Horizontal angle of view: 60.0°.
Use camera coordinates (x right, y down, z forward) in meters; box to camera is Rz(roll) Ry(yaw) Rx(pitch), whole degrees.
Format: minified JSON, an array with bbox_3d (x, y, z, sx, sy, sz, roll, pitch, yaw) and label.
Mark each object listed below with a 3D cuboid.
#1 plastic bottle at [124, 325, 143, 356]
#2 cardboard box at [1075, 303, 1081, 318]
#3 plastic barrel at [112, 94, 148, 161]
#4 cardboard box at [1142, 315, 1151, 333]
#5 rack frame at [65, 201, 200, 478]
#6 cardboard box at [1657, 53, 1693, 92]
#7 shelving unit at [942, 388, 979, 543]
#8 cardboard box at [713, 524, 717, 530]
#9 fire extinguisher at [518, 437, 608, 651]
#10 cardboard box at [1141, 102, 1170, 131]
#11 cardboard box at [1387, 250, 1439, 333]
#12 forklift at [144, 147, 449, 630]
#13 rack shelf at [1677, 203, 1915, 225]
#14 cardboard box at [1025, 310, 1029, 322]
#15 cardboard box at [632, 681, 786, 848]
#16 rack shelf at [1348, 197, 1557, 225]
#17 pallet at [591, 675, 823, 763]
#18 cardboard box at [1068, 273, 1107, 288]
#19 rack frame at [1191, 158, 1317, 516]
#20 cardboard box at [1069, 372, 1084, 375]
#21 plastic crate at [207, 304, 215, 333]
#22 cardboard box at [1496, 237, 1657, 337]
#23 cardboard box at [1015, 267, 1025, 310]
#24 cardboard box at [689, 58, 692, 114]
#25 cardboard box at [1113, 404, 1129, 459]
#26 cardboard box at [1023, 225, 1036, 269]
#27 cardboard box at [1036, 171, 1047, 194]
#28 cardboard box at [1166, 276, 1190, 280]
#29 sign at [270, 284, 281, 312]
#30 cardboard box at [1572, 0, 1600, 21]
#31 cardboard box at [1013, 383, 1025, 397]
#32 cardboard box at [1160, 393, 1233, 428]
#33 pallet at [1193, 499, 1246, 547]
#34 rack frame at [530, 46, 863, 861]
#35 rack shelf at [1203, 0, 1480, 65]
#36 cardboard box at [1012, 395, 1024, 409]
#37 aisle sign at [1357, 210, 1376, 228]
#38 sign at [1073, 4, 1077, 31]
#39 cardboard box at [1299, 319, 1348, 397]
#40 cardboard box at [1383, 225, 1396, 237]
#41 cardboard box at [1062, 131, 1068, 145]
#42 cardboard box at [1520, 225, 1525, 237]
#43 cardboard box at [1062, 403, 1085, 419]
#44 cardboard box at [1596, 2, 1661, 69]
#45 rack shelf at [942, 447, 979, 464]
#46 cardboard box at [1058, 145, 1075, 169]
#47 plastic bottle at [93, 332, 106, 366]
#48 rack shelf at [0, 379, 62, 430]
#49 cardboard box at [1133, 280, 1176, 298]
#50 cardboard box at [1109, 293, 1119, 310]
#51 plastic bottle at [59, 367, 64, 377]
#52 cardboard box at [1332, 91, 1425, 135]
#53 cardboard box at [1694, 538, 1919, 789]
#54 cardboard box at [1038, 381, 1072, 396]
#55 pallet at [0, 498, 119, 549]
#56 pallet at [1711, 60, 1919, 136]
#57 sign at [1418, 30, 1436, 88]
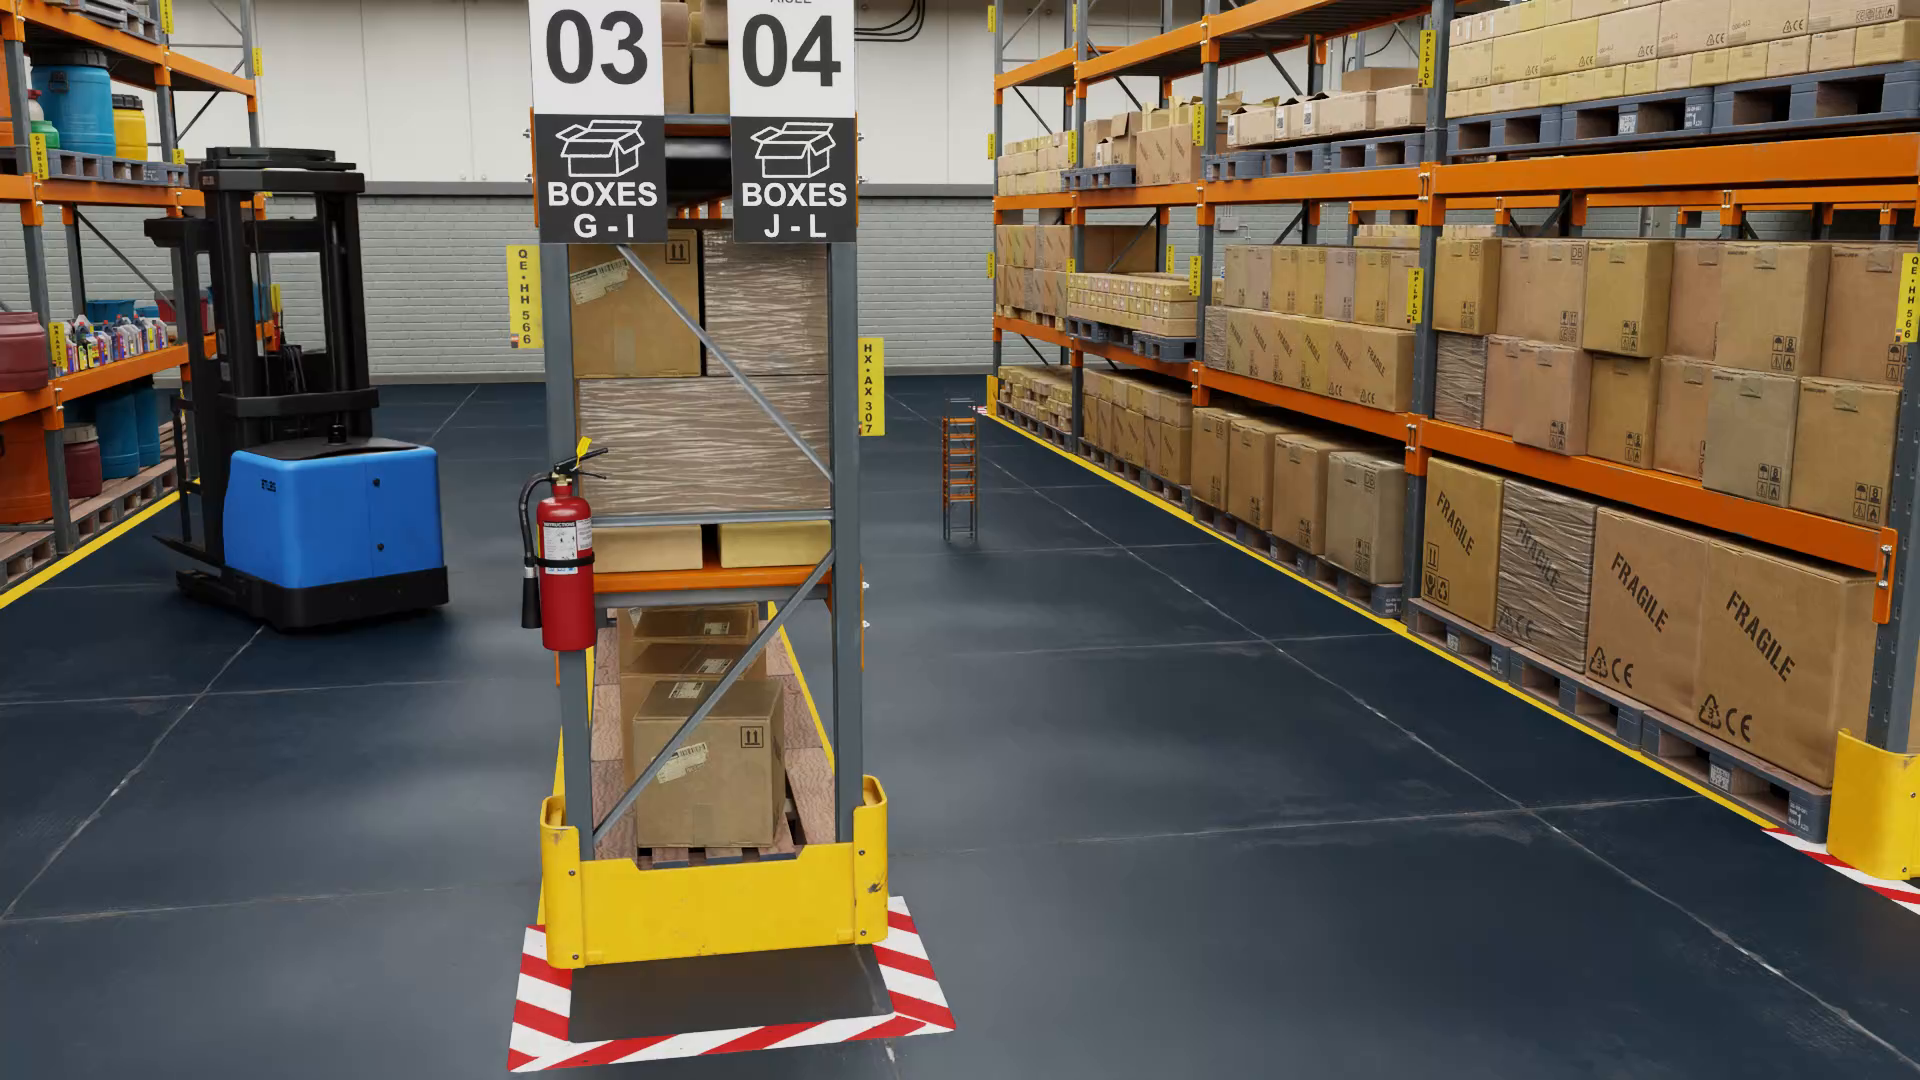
[{"bbox_3d":[-7.465,-1.805,14.988,0.152,0.276,0.135,-2,11,-11],"label":"plastic bottle"},{"bbox_3d":[1.401,-2.371,17.180,0.380,0.149,0.250,-2,11,-10],"label":"cardboard box"},{"bbox_3d":[-7.651,-3.698,14.955,0.600,0.588,0.600,0,11,0],"label":"plastic barrel"},{"bbox_3d":[1.850,-1.944,14.934,0.380,0.149,0.250,-2,11,-10],"label":"cardboard box"},{"bbox_3d":[-8.028,-2.086,16.133,1.000,3.000,0.127,-2,11,-11],"label":"rack frame"},{"bbox_3d":[3.406,-2.114,7.541,0.380,0.149,0.250,-2,11,-11],"label":"cardboard box"},{"bbox_3d":[0.003,-0.587,13.070,0.258,1.200,0.189,-2,11,-11],"label":"shelving unit"},{"bbox_3d":[-0.790,-0.141,6.585,0.380,0.149,0.250,-2,11,-11],"label":"cardboard box"},{"bbox_3d":[-1.265,0.011,5.325,0.296,0.674,0.183,-2,11,-11],"label":"fire extinguisher"},{"bbox_3d":[1.890,-3.893,15.289,0.396,0.266,0.258,-2,11,-11],"label":"cardboard box"},{"bbox_3d":[3.169,-1.592,10.595,0.700,0.500,0.500,-2,11,-12],"label":"cardboard box"},{"bbox_3d":[-4.670,-1.104,11.159,1.130,2.935,3.031,-10,15,-43],"label":"forklift"},{"bbox_3d":[11.031,-4.294,21.638,1.077,0.370,4.000,-2,11,-11],"label":"rack shelf"},{"bbox_3d":[1.003,-2.731,20.193,0.380,0.149,0.250,-2,11,-12],"label":"cardboard box"},{"bbox_3d":[-0.940,0.841,6.315,0.500,0.500,0.500,0,11,0],"label":"cardboard box"},{"bbox_3d":[6.162,-4.113,20.687,1.077,0.370,4.000,-2,11,-11],"label":"rack shelf"},{"bbox_3d":[-1.207,0.917,7.813,1.003,0.211,1.213,-2,11,-11],"label":"pallet"},{"bbox_3d":[1.341,-2.714,17.390,0.380,0.149,0.250,-2,11,-8],"label":"cardboard box"},{"bbox_3d":[2.494,-1.694,14.075,1.000,3.000,0.127,-2,11,-11],"label":"rack frame"},{"bbox_3d":[1.552,-1.983,20.506,0.380,0.149,0.250,-2,11,-9],"label":"cardboard box"},{"bbox_3d":[-8.144,-2.344,17.645,0.437,0.282,0.530,-2,11,-11],"label":"plastic crate"},{"bbox_3d":[3.531,-1.399,9.236,0.875,0.550,0.550,-2,11,-11],"label":"cardboard box"},{"bbox_3d":[0.966,-3.077,20.276,0.500,0.500,0.500,-2,11,-10],"label":"cardboard box"},{"bbox_3d":[-0.782,-1.657,6.259,0.500,0.250,0.500,-2,11,-12],"label":"cardboard box"},{"bbox_3d":[1.819,-1.068,16.349,0.500,0.500,0.500,-2,11,-10],"label":"cardboard box"},{"bbox_3d":[1.051,-3.474,19.689,0.500,0.500,0.500,-2,11,-13],"label":"cardboard box"},{"bbox_3d":[1.170,-4.093,19.057,0.500,0.250,0.500,-2,11,-12],"label":"cardboard box"},{"bbox_3d":[2.238,-2.497,16.252,0.380,0.149,0.250,-3,11,-14],"label":"cardboard box"},{"bbox_3d":[-8.269,-2.923,20.093,0.100,0.325,0.005,-2,11,-11],"label":"sign"},{"bbox_3d":[3.258,-2.645,8.198,0.380,0.149,0.250,-2,11,-11],"label":"cardboard box"},{"bbox_3d":[0.863,-1.863,20.668,0.380,0.149,0.250,-2,11,-9],"label":"cardboard box"},{"bbox_3d":[2.103,-1.157,14.808,0.500,0.250,0.500,-2,11,-12],"label":"cardboard box"},{"bbox_3d":[2.573,-0.177,13.562,1.003,0.211,1.213,-2,11,-11],"label":"pallet"},{"bbox_3d":[-0.835,-0.065,5.516,1.000,3.000,0.127,-2,11,-11],"label":"rack frame"},{"bbox_3d":[2.883,-3.725,11.691,1.077,0.370,4.000,-2,11,-11],"label":"rack shelf"},{"bbox_3d":[0.854,-1.718,20.703,0.380,0.149,0.250,-2,11,-10],"label":"cardboard box"},{"bbox_3d":[5.475,-4.640,22.598,0.394,0.787,0.004,-2,11,-11],"label":"aisle sign"},{"bbox_3d":[1.486,-6.662,21.207,0.100,0.325,0.005,-2,11,-11],"label":"sign"},{"bbox_3d":[2.711,-1.281,11.637,0.500,0.500,0.500,-2,11,-10],"label":"cardboard box"},{"bbox_3d":[5.699,-3.999,21.507,0.380,0.149,0.250,-2,11,-13],"label":"cardboard box"},{"bbox_3d":[1.325,-4.365,18.081,0.380,0.149,0.250,-2,11,-10],"label":"cardboard box"},{"bbox_3d":[6.679,-3.599,19.407,0.380,0.149,0.250,-2,11,-10],"label":"cardboard box"},{"bbox_3d":[1.342,-1.426,18.372,0.380,0.149,0.250,-2,11,-10],"label":"cardboard box"},{"bbox_3d":[3.389,-2.384,7.893,0.500,0.250,0.500,-2,11,-10],"label":"cardboard box"},{"bbox_3d":[0.003,-0.661,13.056,0.258,0.103,0.180,-2,11,-11],"label":"rack shelf"},{"bbox_3d":[1.376,-4.149,18.012,0.500,0.250,0.500,-3,11,-14],"label":"cardboard box"},{"bbox_3d":[-7.197,-1.600,13.890,0.061,0.283,0.133,-2,11,-11],"label":"plastic bottle"},{"bbox_3d":[-6.861,-0.632,10.418,1.077,0.370,4.000,-2,11,-11],"label":"rack shelf"},{"bbox_3d":[1.795,-2.286,15.140,0.380,0.149,0.250,-2,11,-9],"label":"cardboard box"},{"bbox_3d":[1.647,-2.281,15.912,0.380,0.149,0.250,-2,11,-12],"label":"cardboard box"},{"bbox_3d":[-7.013,-1.402,12.886,0.097,0.271,0.097,0,11,0],"label":"plastic bottle"},{"bbox_3d":[2.816,-2.834,11.053,0.500,0.250,0.500,-2,11,-11],"label":"cardboard box"},{"bbox_3d":[3.853,0.489,7.166,0.875,0.875,0.875,-2,11,-11],"label":"cardboard box"},{"bbox_3d":[1.130,-1.769,19.380,0.380,0.149,0.250,-3,11,-14],"label":"cardboard box"},{"bbox_3d":[-7.444,-0.125,13.291,1.003,0.211,1.213,-2,11,-11],"label":"pallet"},{"bbox_3d":[3.895,-1.793,6.807,1.003,0.211,1.213,-2,11,-11],"label":"pallet"},{"bbox_3d":[2.741,-2.821,9.749,0.100,0.325,0.005,-2,11,-11],"label":"sign"}]
